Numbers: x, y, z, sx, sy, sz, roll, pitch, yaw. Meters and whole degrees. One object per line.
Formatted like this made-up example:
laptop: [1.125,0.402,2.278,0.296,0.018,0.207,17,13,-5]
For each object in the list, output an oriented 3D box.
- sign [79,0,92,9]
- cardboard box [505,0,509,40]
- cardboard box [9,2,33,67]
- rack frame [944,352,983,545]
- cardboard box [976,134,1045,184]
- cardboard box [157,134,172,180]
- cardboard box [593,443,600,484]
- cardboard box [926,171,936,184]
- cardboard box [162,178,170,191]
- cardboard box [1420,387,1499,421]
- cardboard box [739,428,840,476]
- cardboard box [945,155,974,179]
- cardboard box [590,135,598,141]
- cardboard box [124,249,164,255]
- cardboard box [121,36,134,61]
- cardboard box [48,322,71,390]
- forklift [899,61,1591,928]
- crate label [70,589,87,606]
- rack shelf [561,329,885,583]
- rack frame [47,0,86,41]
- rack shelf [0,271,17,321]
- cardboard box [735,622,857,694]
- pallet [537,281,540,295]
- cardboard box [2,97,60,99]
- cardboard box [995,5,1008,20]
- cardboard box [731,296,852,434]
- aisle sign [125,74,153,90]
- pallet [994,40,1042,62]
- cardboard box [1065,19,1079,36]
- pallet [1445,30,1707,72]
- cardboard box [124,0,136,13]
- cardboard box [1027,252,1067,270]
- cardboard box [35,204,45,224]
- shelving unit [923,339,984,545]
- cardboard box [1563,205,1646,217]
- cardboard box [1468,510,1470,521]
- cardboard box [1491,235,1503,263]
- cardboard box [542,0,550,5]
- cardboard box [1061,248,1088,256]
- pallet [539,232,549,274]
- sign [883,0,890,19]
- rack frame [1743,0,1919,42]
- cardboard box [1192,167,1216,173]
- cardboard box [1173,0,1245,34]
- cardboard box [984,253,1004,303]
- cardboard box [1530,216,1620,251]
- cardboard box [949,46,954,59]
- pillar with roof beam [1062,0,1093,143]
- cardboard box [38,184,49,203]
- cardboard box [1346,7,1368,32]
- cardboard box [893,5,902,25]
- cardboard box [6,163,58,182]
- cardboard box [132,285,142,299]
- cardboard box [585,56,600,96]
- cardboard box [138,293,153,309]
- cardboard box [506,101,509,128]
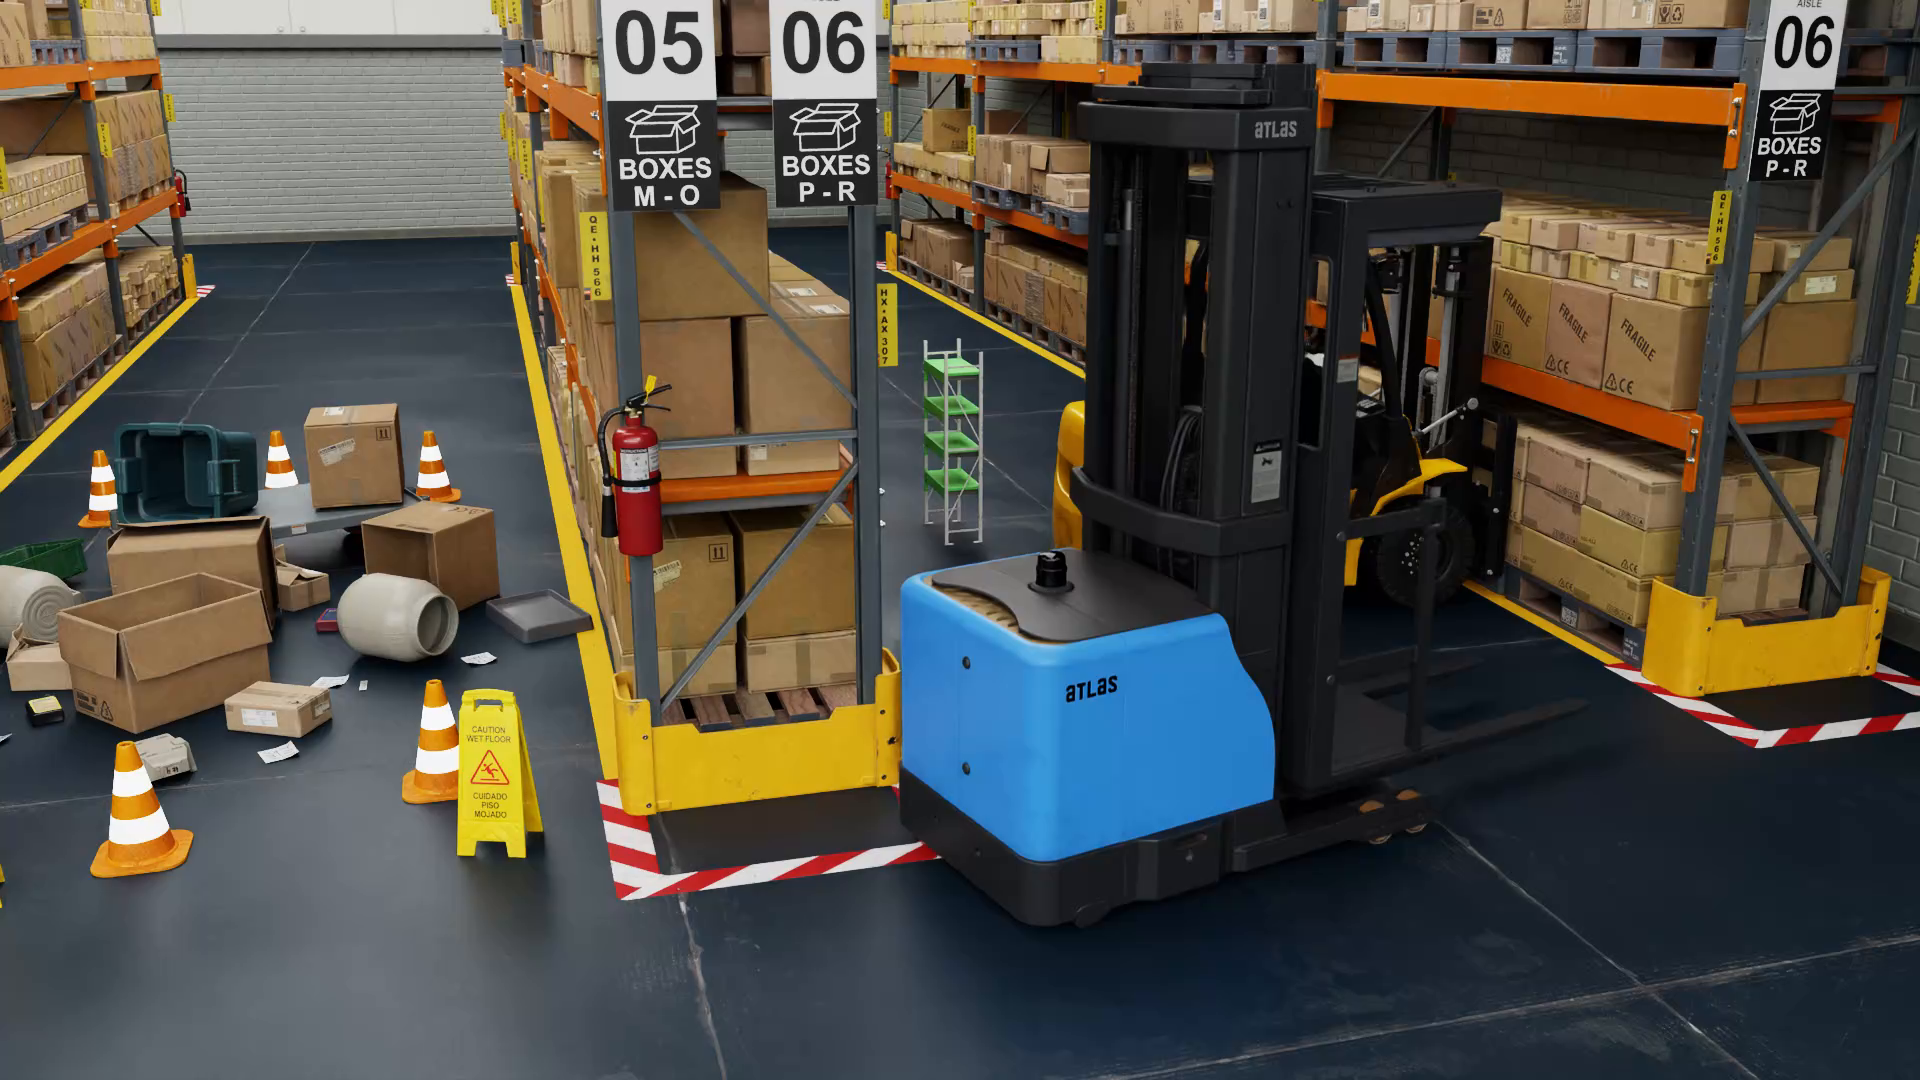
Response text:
sign: [-8.314,-5.206,15.771,0.100,0.325,0.005,-5,17,-15]
cardboard box: [-4.152,-5.126,16.186,0.500,0.500,0.500,-5,17,-16]
cardboard box: [-7.935,-4.121,13.569,0.500,0.500,0.500,-5,17,-15]
rack frame: [0.022,-0.553,10.207,0.240,1.200,0.015,-5,17,-15]
cardboard box: [0.574,-4.198,18.311,0.700,0.500,0.500,-4,17,-14]
cardboard box: [-9.575,-4.481,19.465,0.500,0.500,0.500,-4,17,-14]
cardboard box: [-1.591,-0.382,8.129,0.380,0.149,0.250,-4,17,-13]
cardboard box: [-0.218,-4.543,20.798,0.380,0.149,0.250,-4,17,-14]
cardboard box: [-9.585,-4.206,19.678,0.380,0.149,0.250,-5,17,-15]
cardboard box: [2.965,-0.814,10.258,0.500,0.250,0.500,-4,17,-13]
cardboard box: [-0.712,-0.378,6.934,0.380,0.149,0.250,-5,17,-15]
cardboard box: [0.130,-4.431,19.731,0.500,0.250,0.500,-5,17,-15]
cardboard box: [-2.916,-3.284,14.257,0.500,0.500,0.500,-5,18,-17]
cardboard box: [-9.543,-3.315,19.465,0.380,0.149,0.250,-4,17,-14]
cardboard box: [-9.131,-5.230,17.696,0.500,0.250,0.500,-4,17,-13]
cardboard box: [-7.838,-1.540,13.981,0.500,0.500,0.500,-4,17,-15]
forklift: [1.295,-0.336,6.477,3.031,2.935,1.130,-10,19,-29]
crate label: [-4.924,0.354,9.035,0.250,0.136,0.298,11,20,32]
rack shelf: [-1.367,-0.597,8.475,1.077,0.370,4.000,-5,17,-15]
rack frame: [-8.847,-6.161,15.321,1.000,3.000,0.127,-5,17,-15]
rack shelf: [-7.198,-1.284,10.763,1.077,0.370,4.000,-5,17,-15]
cardboard box: [-0.773,0.483,7.681,0.500,0.250,0.500,-5,17,-16]
pallet: [-4.588,-2.927,19.828,1.003,0.211,1.213,-5,17,-15]
cardboard box: [-9.383,-4.209,16.820,0.500,0.500,0.500,-5,18,-17]
cardboard box: [0.584,-5.481,17.285,0.380,0.149,0.250,-5,17,-16]
cardboard box: [-0.681,-0.731,6.982,0.500,0.500,0.500,-5,17,-16]
aisle sign: [-9.678,-5.684,19.640,0.394,0.787,0.004,-5,17,-15]
pallet: [1.056,-4.975,16.912,1.213,0.211,1.003,-5,17,-15]
cardboard box: [1.216,-4.842,15.713,0.380,0.149,0.250,-5,17,-15]
pallet: [3.446,-2.712,9.205,1.003,0.211,1.213,-5,17,-15]
cardboard box: [-9.351,-5.910,18.396,0.380,0.149,0.250,-4,17,-14]
cardboard box: [0.918,-2.939,17.510,0.380,0.149,0.250,-4,17,-13]
cardboard box: [-8.043,-2.769,14.162,0.380,0.149,0.250,-4,17,-15]
shelving unit: [-0.046,-0.620,10.432,0.258,1.200,0.503,-5,17,-15]
cardboard box: [3.670,-1.822,9.487,0.380,0.149,0.250,-5,17,-15]
cardboard box: [3.101,-0.190,9.921,0.500,0.250,0.500,-4,17,-13]
cardboard box: [3.231,-1.643,9.406,0.380,0.149,0.250,-5,17,-16]
cardboard box: [-2.144,-3.080,9.327,0.380,0.149,0.250,-5,17,-16]
cardboard box: [1.307,-3.048,17.874,0.380,0.149,0.250,-4,17,-14]
pallet: [-2.718,-2.320,13.296,1.213,0.211,1.003,-5,17,-15]
sign: [-0.965,-7.020,21.873,0.100,0.325,0.005,-5,17,-15]
rack frame: [3.954,-3.655,6.977,1.000,3.000,0.127,-5,17,-15]
cardboard box: [2.231,-3.139,14.387,0.380,0.149,0.250,-5,17,-15]
cardboard box: [2.000,-4.227,13.018,0.500,0.500,0.500,-4,17,-14]
cardboard box: [0.573,-2.953,18.685,0.500,0.500,0.500,-4,17,-13]
cardboard box: [3.282,-1.639,8.876,0.380,0.149,0.250,-4,17,-14]
cardboard box: [0.081,-5.704,19.451,0.380,0.149,0.250,-5,17,-15]
pillar with roof beam: [-2.808,-6.898,17.772,9.100,9.000,0.400,-5,17,-15]
cardboard box: [-8.121,-2.985,14.365,0.380,0.149,0.250,-4,17,-13]
cardboard box: [2.686,-3.305,10.560,0.380,0.149,0.250,-4,17,-14]
cardboard box: [-0.562,-6.811,21.574,0.500,0.250,0.500,-5,17,-16]
cardboard box: [-8.269,-3.271,14.802,0.380,0.149,0.250,-5,18,-17]
cardboard box: [-9.021,-2.672,17.842,0.380,0.149,0.250,-4,17,-13]
cardboard box: [-1.284,-1.847,6.610,0.380,0.149,0.250,-5,17,-15]
cardboard box: [-9.034,-2.606,18.138,0.380,0.149,0.250,-5,17,-17]
cardboard box: [-5.208,-5.043,20.115,0.500,0.500,0.500,-5,17,-17]
